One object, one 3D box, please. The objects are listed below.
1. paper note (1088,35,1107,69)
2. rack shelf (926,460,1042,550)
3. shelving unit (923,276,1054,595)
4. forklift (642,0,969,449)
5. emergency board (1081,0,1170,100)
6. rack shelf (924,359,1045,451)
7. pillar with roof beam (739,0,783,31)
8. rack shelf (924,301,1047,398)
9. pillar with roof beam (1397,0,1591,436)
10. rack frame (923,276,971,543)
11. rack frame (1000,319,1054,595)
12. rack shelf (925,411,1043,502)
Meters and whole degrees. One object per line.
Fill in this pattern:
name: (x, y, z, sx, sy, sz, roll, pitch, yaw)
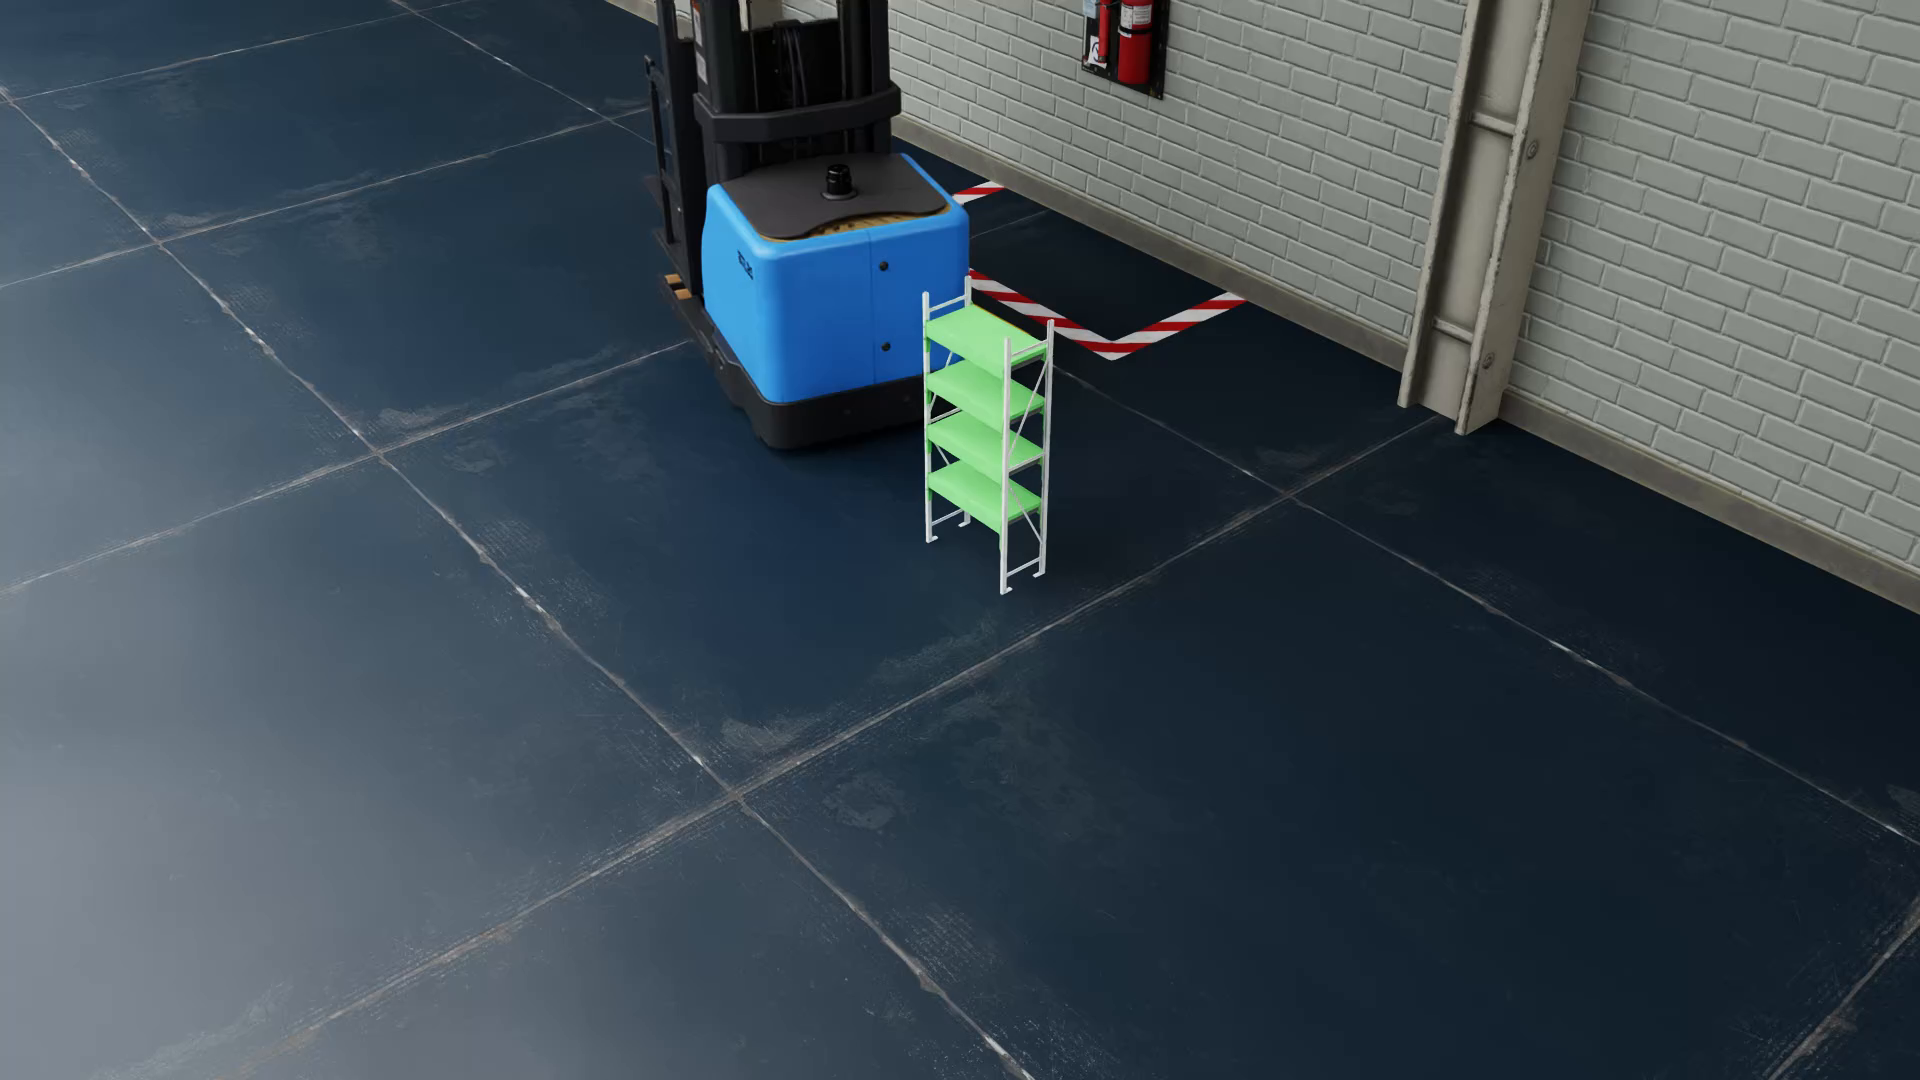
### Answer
paper note: (0.769, -2.715, 9.250, 0.016, 0.148, 0.142, -26, 43, -32)
rack shelf: (0.107, -0.169, 6.976, 0.258, 0.148, 0.480, -26, 43, -32)
shelving unit: (0.107, -0.417, 6.800, 0.258, 1.200, 0.503, -26, 43, -32)
forklift: (-0.989, -2.463, 8.192, 1.130, 2.935, 3.031, -14, 38, -19)
emergency board: (0.831, -2.971, 8.849, 0.194, 1.169, 0.643, -26, 43, -32)
rack shelf: (0.107, -0.560, 6.698, 0.258, 0.148, 0.480, -26, 43, -32)
pillar with roof beam: (-4.764, -5.357, 7.028, 9.100, 9.000, 0.400, -26, 43, -32)
rack shelf: (0.107, -0.756, 6.560, 0.258, 0.148, 0.480, -26, 43, -32)
pillar with roof beam: (-0.892, -2.708, 3.287, 9.100, 9.000, 0.400, -26, 43, -32)
rack frame: (-0.051, -0.524, 6.952, 0.240, 1.200, 0.015, -26, 43, -32)
rack frame: (0.264, -0.309, 6.648, 0.240, 1.200, 0.015, -26, 43, -32)
rack shelf: (0.107, -0.364, 6.837, 0.258, 0.148, 0.480, -26, 43, -32)
